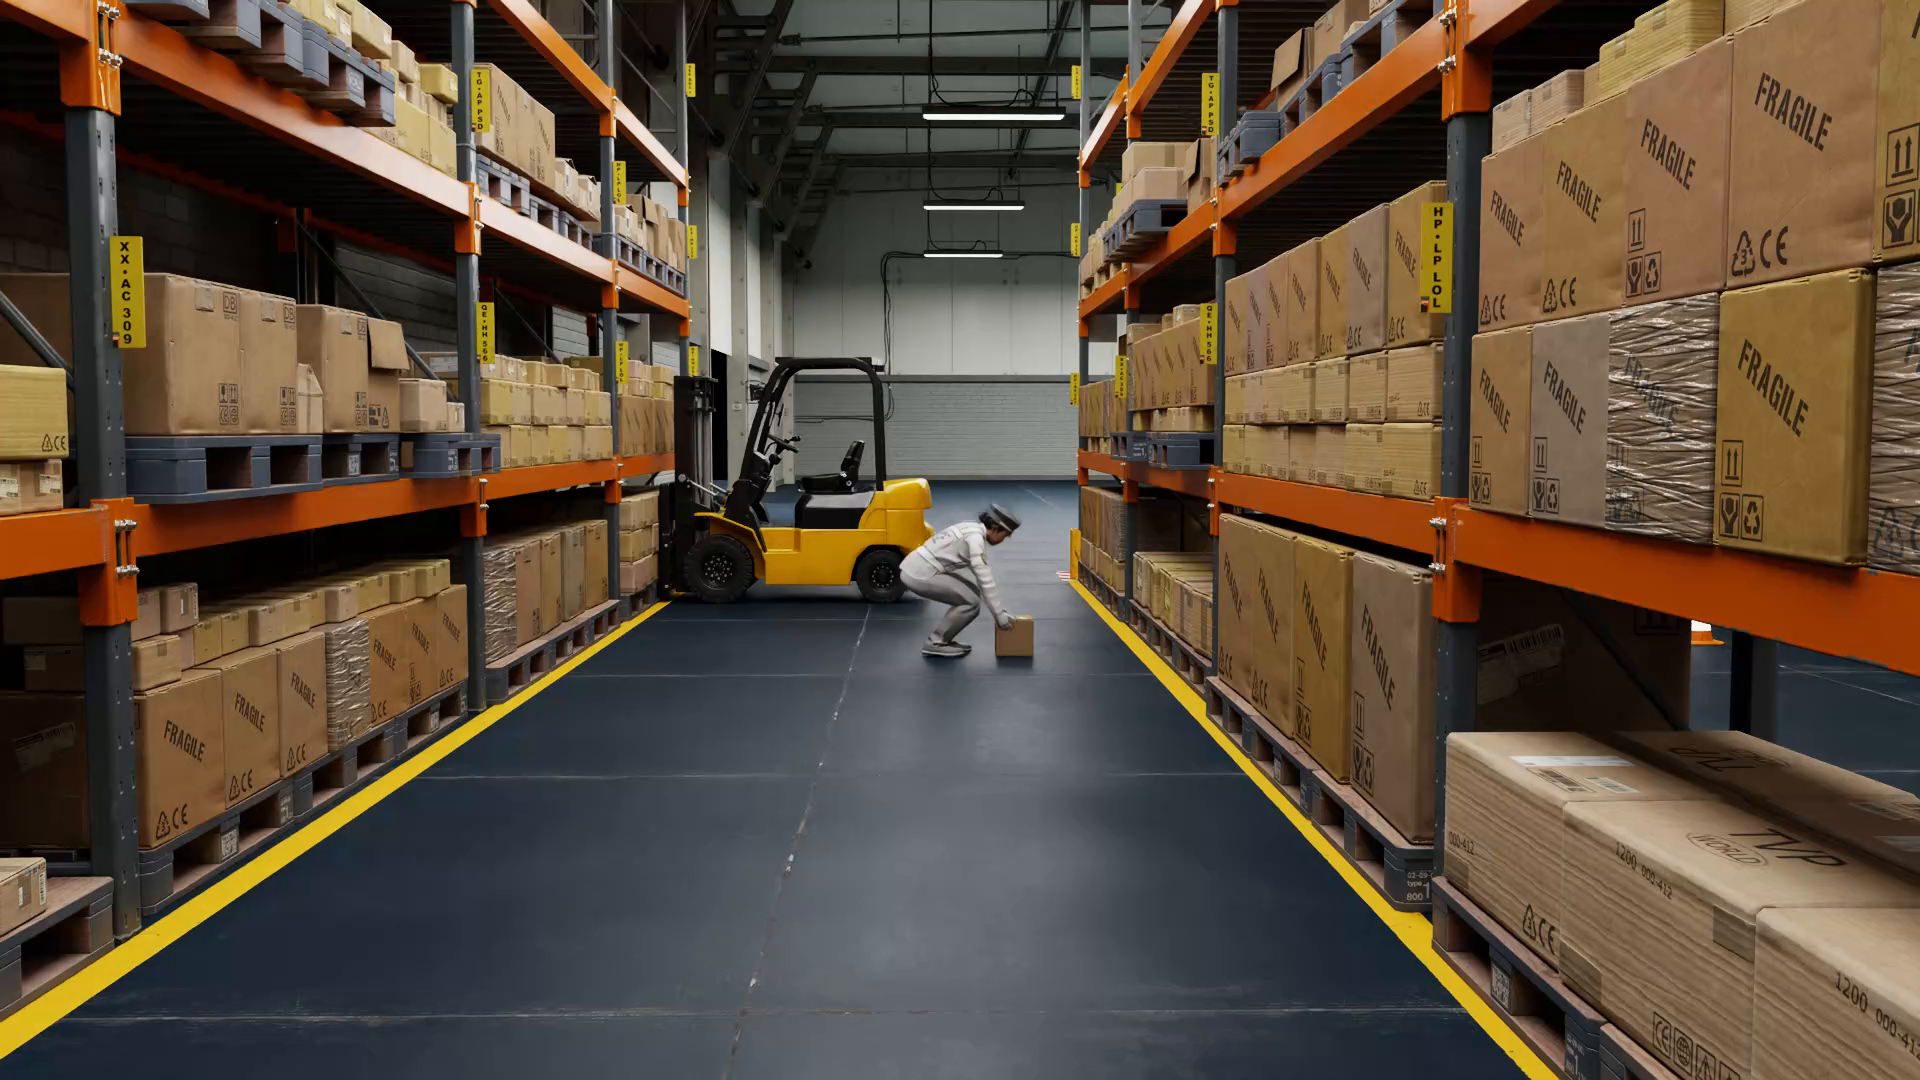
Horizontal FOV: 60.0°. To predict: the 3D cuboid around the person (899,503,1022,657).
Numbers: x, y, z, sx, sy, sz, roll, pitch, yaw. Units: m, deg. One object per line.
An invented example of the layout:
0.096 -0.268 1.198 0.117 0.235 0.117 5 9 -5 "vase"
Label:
0.005 0.266 11.324 0.836 1.028 0.498 0 4 -1 "person"
